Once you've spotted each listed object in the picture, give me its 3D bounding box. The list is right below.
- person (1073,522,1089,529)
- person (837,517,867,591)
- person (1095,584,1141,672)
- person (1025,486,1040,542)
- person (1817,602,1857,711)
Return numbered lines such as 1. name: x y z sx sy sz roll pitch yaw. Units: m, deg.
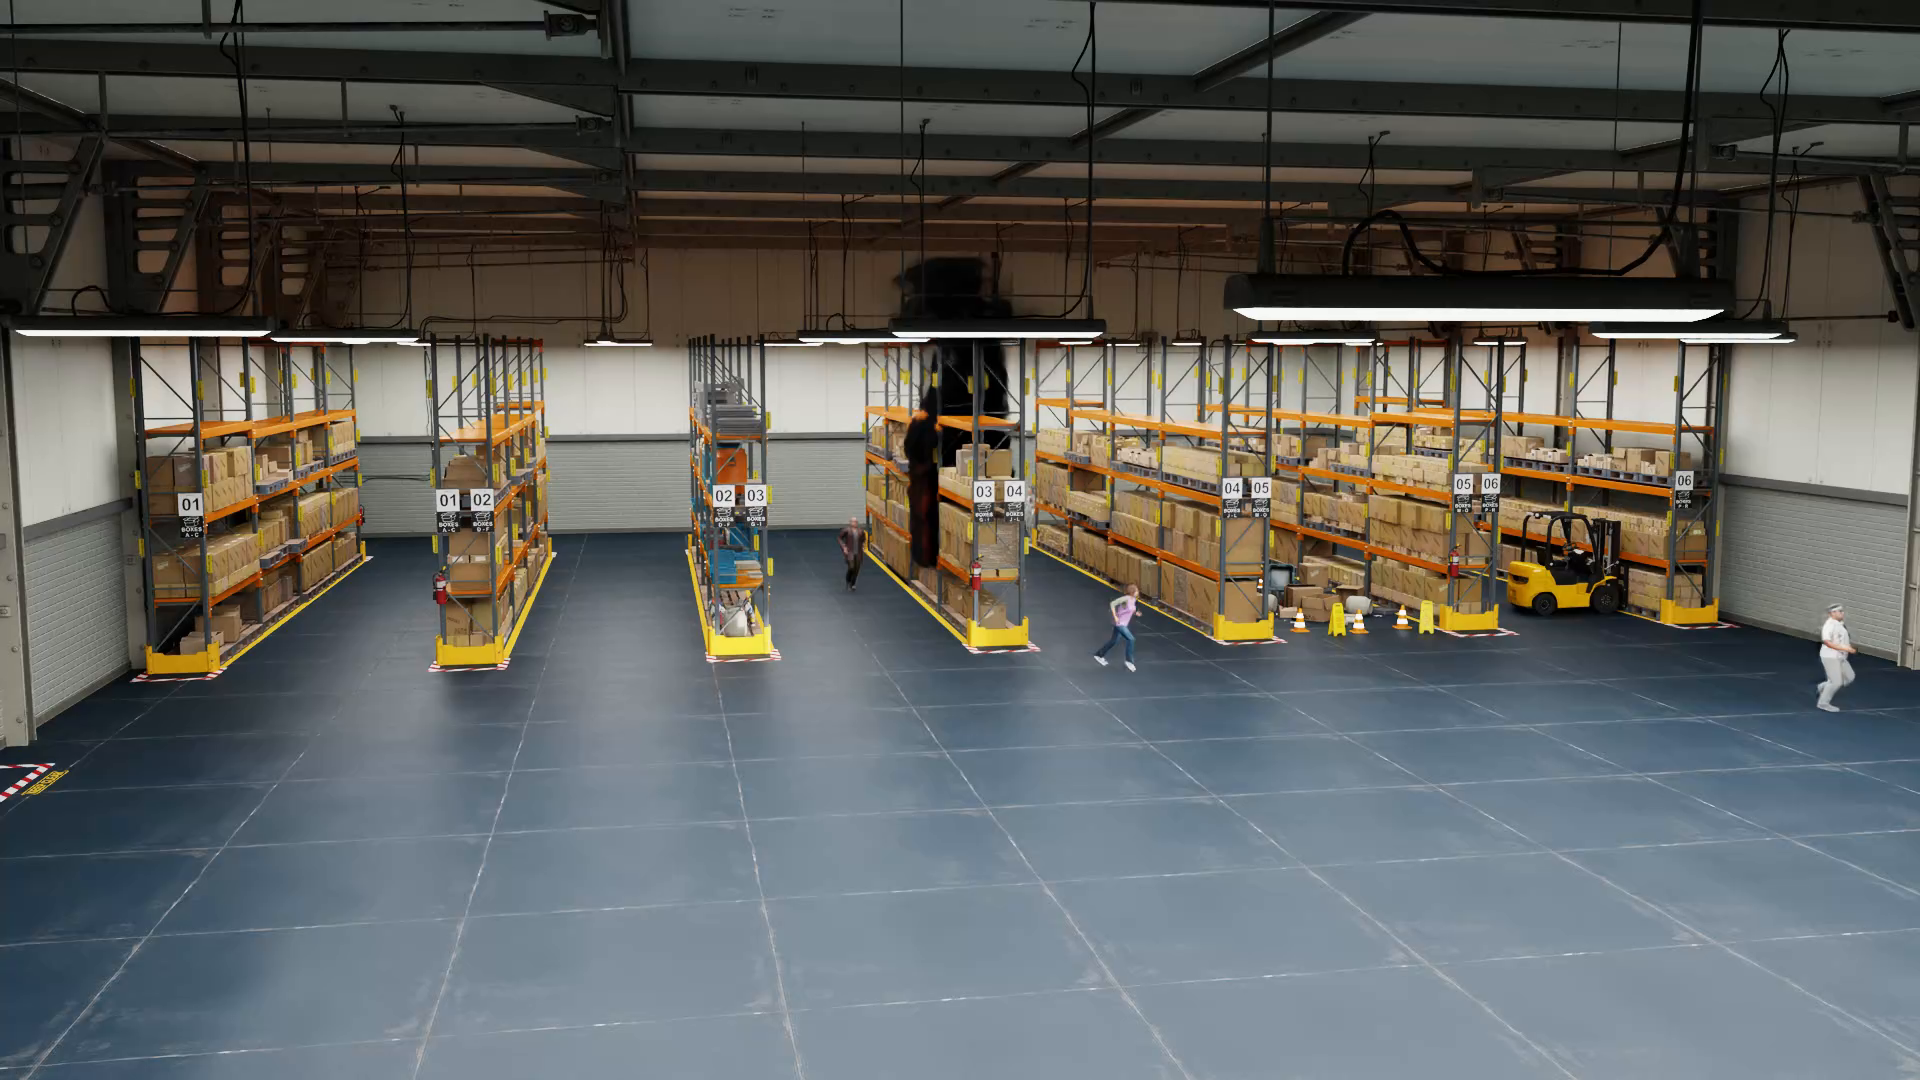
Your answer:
1. person: 3.693 -0.815 50.126 0.721 1.645 0.506 -2 7 -17
2. person: -2.509 0.338 39.408 0.680 1.751 0.681 -3 7 -23
3. person: 2.819 1.565 29.762 0.871 1.591 0.555 3 7 24
4. person: 2.186 -0.792 49.764 0.569 1.664 0.639 -4 7 -29
5. person: 13.920 1.847 26.365 0.565 1.743 0.658 6 9 42
